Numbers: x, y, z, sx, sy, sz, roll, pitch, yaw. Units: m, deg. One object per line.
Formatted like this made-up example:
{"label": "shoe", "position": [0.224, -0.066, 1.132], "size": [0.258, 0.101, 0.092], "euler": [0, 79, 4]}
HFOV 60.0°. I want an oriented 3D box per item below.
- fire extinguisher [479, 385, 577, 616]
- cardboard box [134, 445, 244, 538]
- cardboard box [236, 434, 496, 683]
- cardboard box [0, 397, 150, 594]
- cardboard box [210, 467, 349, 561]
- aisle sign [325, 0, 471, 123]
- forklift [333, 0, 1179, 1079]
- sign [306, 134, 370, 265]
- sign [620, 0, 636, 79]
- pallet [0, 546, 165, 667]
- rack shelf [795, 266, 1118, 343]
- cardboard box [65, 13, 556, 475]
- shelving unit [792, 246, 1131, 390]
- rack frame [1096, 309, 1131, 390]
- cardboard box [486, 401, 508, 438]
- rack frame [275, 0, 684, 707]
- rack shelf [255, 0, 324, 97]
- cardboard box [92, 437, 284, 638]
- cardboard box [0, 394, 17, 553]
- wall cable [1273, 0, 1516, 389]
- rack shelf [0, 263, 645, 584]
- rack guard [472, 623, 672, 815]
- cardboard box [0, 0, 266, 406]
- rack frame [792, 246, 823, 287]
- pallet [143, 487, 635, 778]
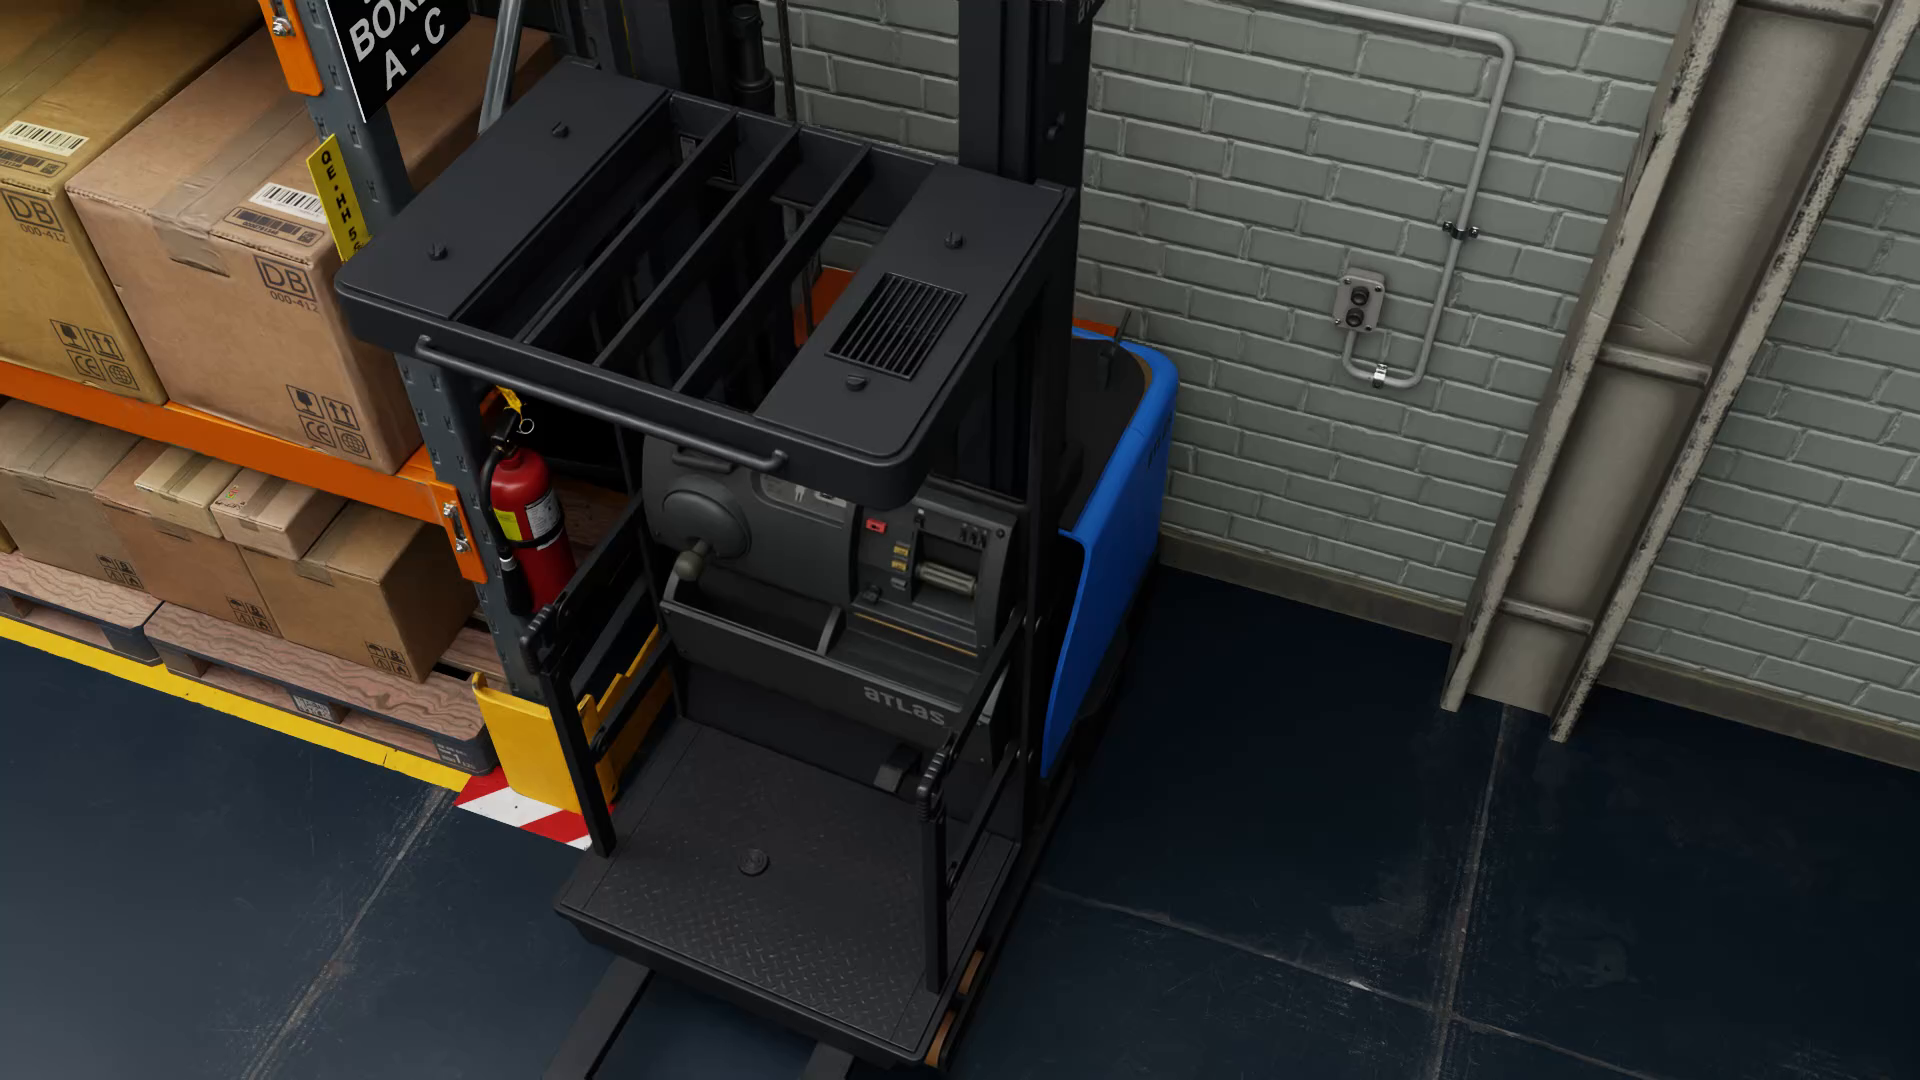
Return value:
{"label": "fire extinguisher", "position": [-1.087, -0.087, 4.138], "size": [0.183, 0.674, 0.296], "euler": [16, 51, 13]}
{"label": "cardboard box", "position": [-2.183, -0.215, 4.899], "size": [0.250, 0.149, 0.380], "euler": [17, 51, 14]}
{"label": "cardboard box", "position": [-1.760, -0.032, 5.169], "size": [0.500, 0.500, 0.700], "euler": [16, 51, 13]}
{"label": "cardboard box", "position": [-2.701, -0.294, 5.396], "size": [0.500, 0.500, 0.700], "euler": [14, 51, 12]}
{"label": "cardboard box", "position": [-1.943, -0.149, 4.841], "size": [0.250, 0.149, 0.380], "euler": [15, 51, 13]}
{"label": "aisle sign", "position": [-1.105, -1.221, 3.103], "size": [0.004, 0.787, 0.394], "euler": [16, 51, 13]}
{"label": "forklift", "position": [-0.407, 0.085, 3.737], "size": [1.130, 2.935, 3.031], "euler": [18, 52, 15]}
{"label": "sign", "position": [-1.270, -0.677, 3.428], "size": [0.005, 0.325, 0.100], "euler": [16, 51, 13]}
{"label": "sign", "position": [-0.871, -1.302, 4.268], "size": [0.005, 0.325, 0.100], "euler": [16, 51, 13]}
{"label": "pallet", "position": [-2.986, -0.162, 5.751], "size": [1.213, 0.211, 1.003], "euler": [16, 51, 13]}
{"label": "rack shelf", "position": [-0.026, -0.549, 5.072], "size": [1.000, 0.278, 0.538], "euler": [11, 41, 12]}
{"label": "cardboard box", "position": [-1.550, -0.826, 4.282], "size": [0.700, 0.700, 0.980], "euler": [18, 51, 15]}
{"label": "shelving unit", "position": [-0.031, -0.324, 5.260], "size": [1.048, 1.125, 0.538], "euler": [11, 41, 12]}
{"label": "rack frame", "position": [0.457, -0.227, 5.157], "size": [0.032, 1.125, 0.500], "euler": [11, 41, 12]}
{"label": "cardboard box", "position": [-1.573, -0.354, 5.018], "size": [0.250, 0.149, 0.380], "euler": [16, 51, 13]}
{"label": "rack frame", "position": [-1.069, -0.601, 4.286], "size": [0.127, 3.000, 1.000], "euler": [16, 51, 13]}
{"label": "rack shelf", "position": [-2.945, -1.871, 3.878], "size": [4.000, 0.370, 1.077], "euler": [16, 51, 13]}
{"label": "cardboard box", "position": [-2.229, -0.163, 5.283], "size": [0.500, 0.500, 0.700], "euler": [15, 51, 13]}
{"label": "cardboard box", "position": [-3.204, -0.429, 5.513], "size": [0.500, 0.500, 0.700], "euler": [17, 51, 14]}
{"label": "wall cable", "position": [0.460, -1.269, 4.192], "size": [1.851, 1.984, 0.084], "euler": [16, 51, 13]}
{"label": "rack shelf", "position": [-2.945, -0.889, 5.012], "size": [4.000, 0.370, 1.077], "euler": [16, 51, 13]}
{"label": "rack guard", "position": [-1.046, 0.224, 5.225], "size": [0.348, 0.500, 1.175], "euler": [16, 51, 13]}
{"label": "cardboard box", "position": [-2.237, -1.008, 4.440], "size": [0.700, 0.700, 0.980], "euler": [15, 51, 13]}
{"label": "rack frame", "position": [-0.520, -0.422, 5.363], "size": [0.032, 1.125, 0.500], "euler": [11, 41, 12]}
{"label": "pallet", "position": [-1.846, 0.159, 5.473], "size": [1.213, 0.211, 1.003], "euler": [16, 51, 13]}
